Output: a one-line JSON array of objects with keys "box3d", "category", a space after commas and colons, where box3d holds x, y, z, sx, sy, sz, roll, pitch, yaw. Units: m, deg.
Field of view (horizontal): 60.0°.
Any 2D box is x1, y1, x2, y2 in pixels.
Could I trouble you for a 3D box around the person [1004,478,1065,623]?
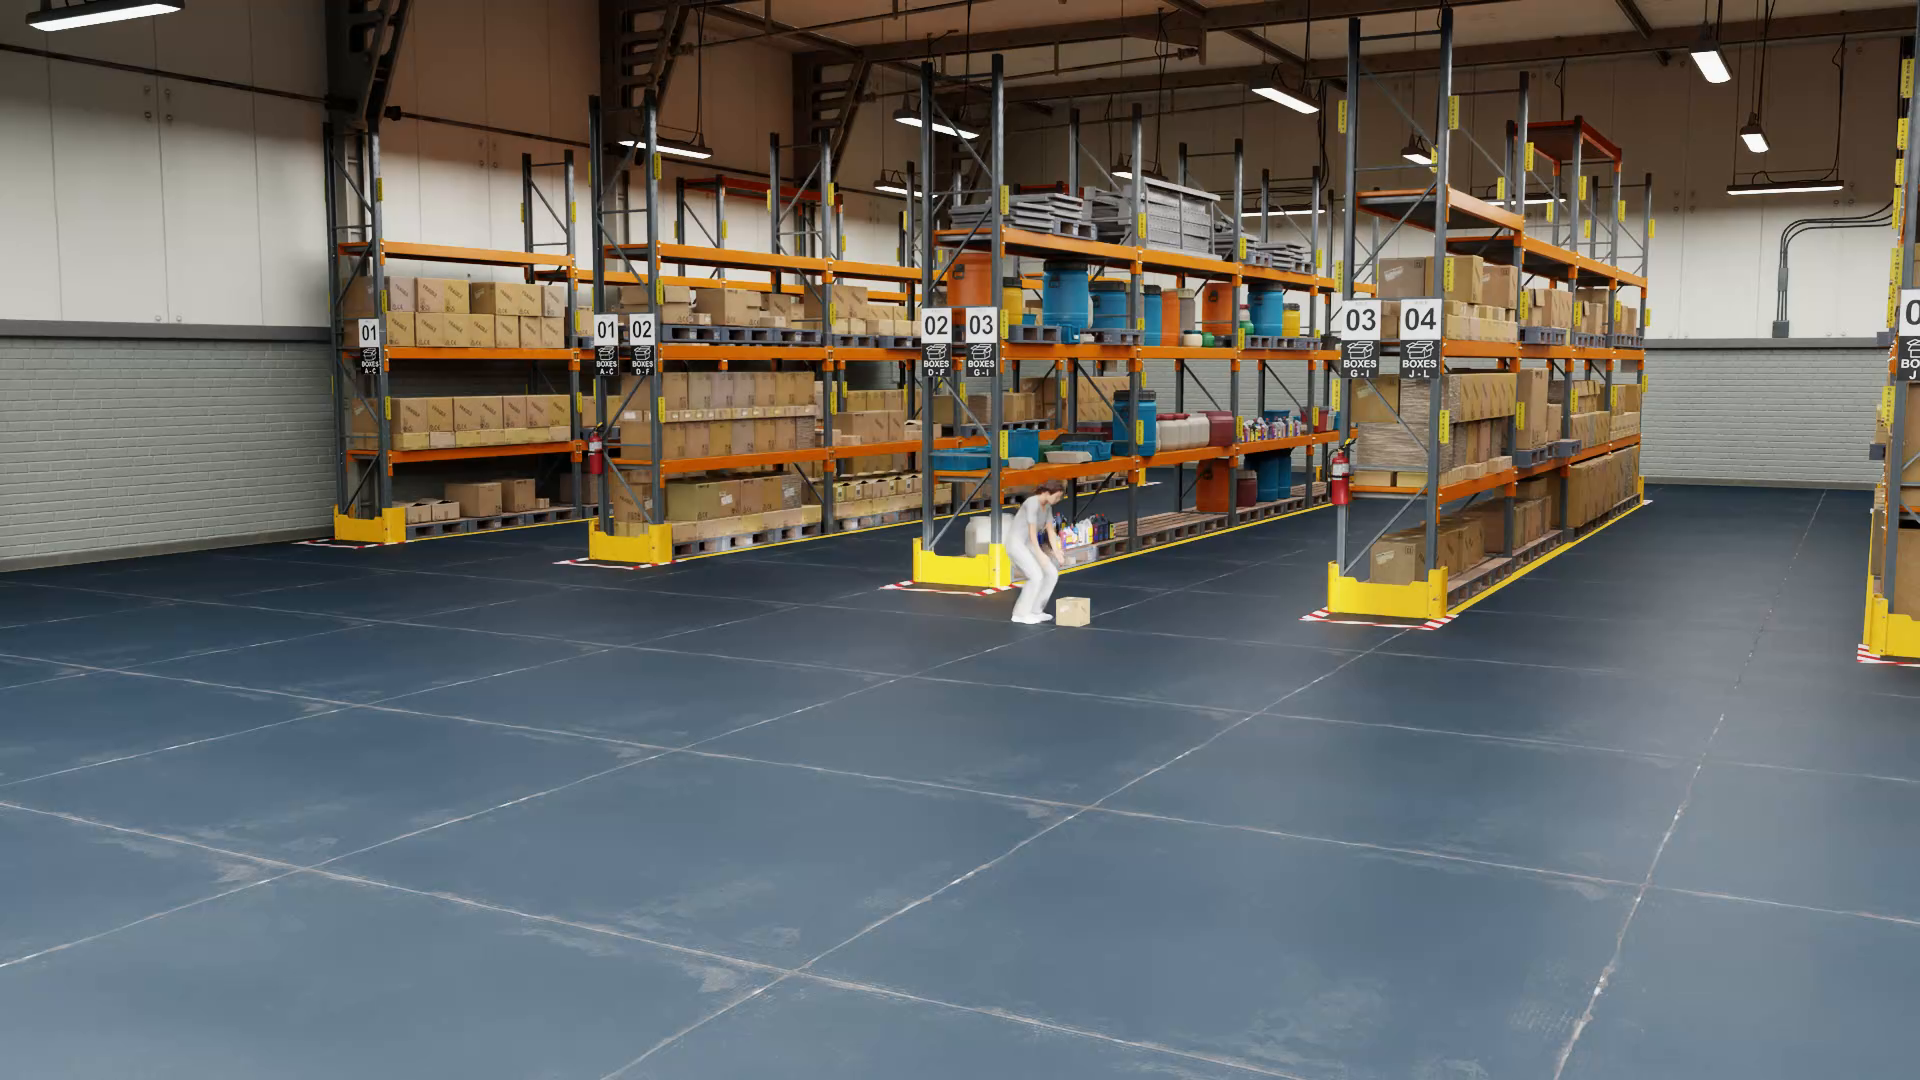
[{"box3d": [0.758, 0.095, 16.569, 0.596, 1.444, 0.489, 3, 7, 29], "category": "person"}]
